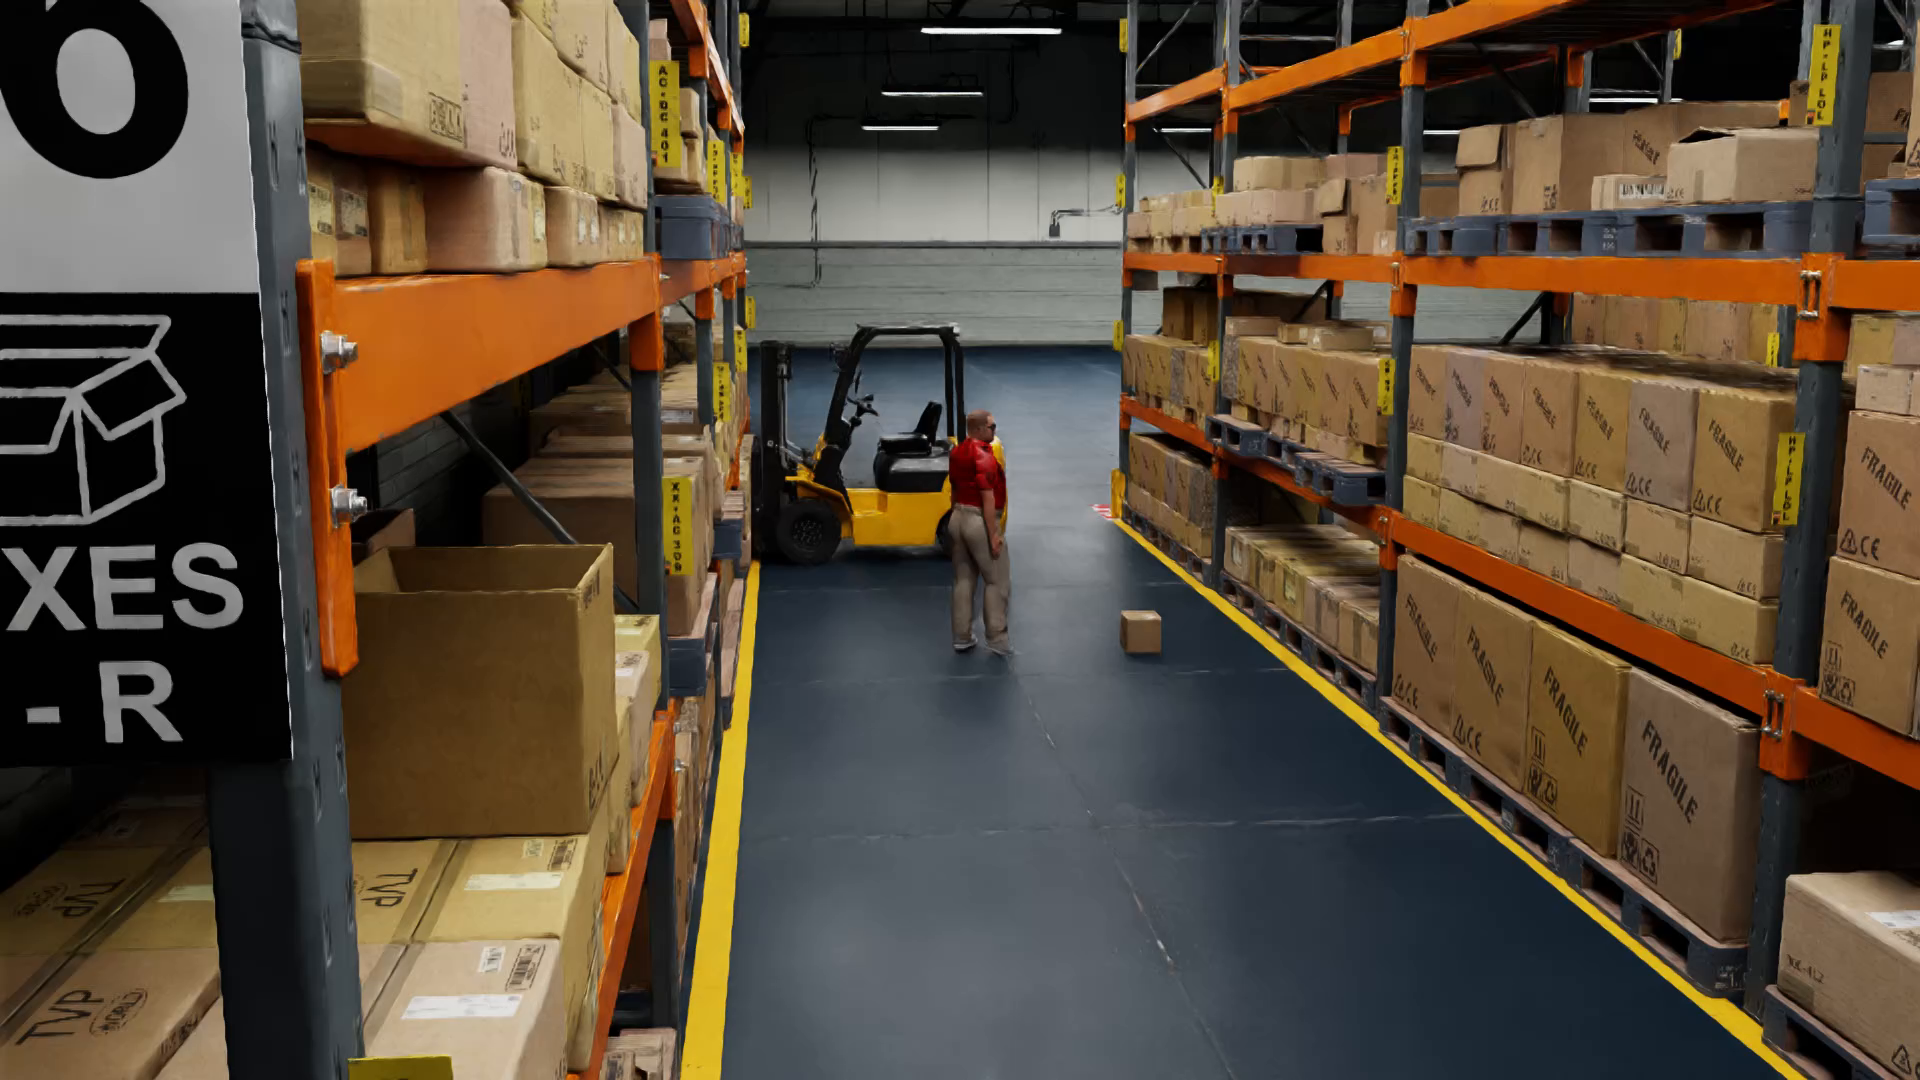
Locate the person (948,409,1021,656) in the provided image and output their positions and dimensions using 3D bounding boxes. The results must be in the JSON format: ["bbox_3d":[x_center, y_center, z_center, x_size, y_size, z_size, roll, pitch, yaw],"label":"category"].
[{"bbox_3d":[0.138,-0.040,11.820,0.419,1.798,0.606,-7,12,-36],"label":"person"}]
